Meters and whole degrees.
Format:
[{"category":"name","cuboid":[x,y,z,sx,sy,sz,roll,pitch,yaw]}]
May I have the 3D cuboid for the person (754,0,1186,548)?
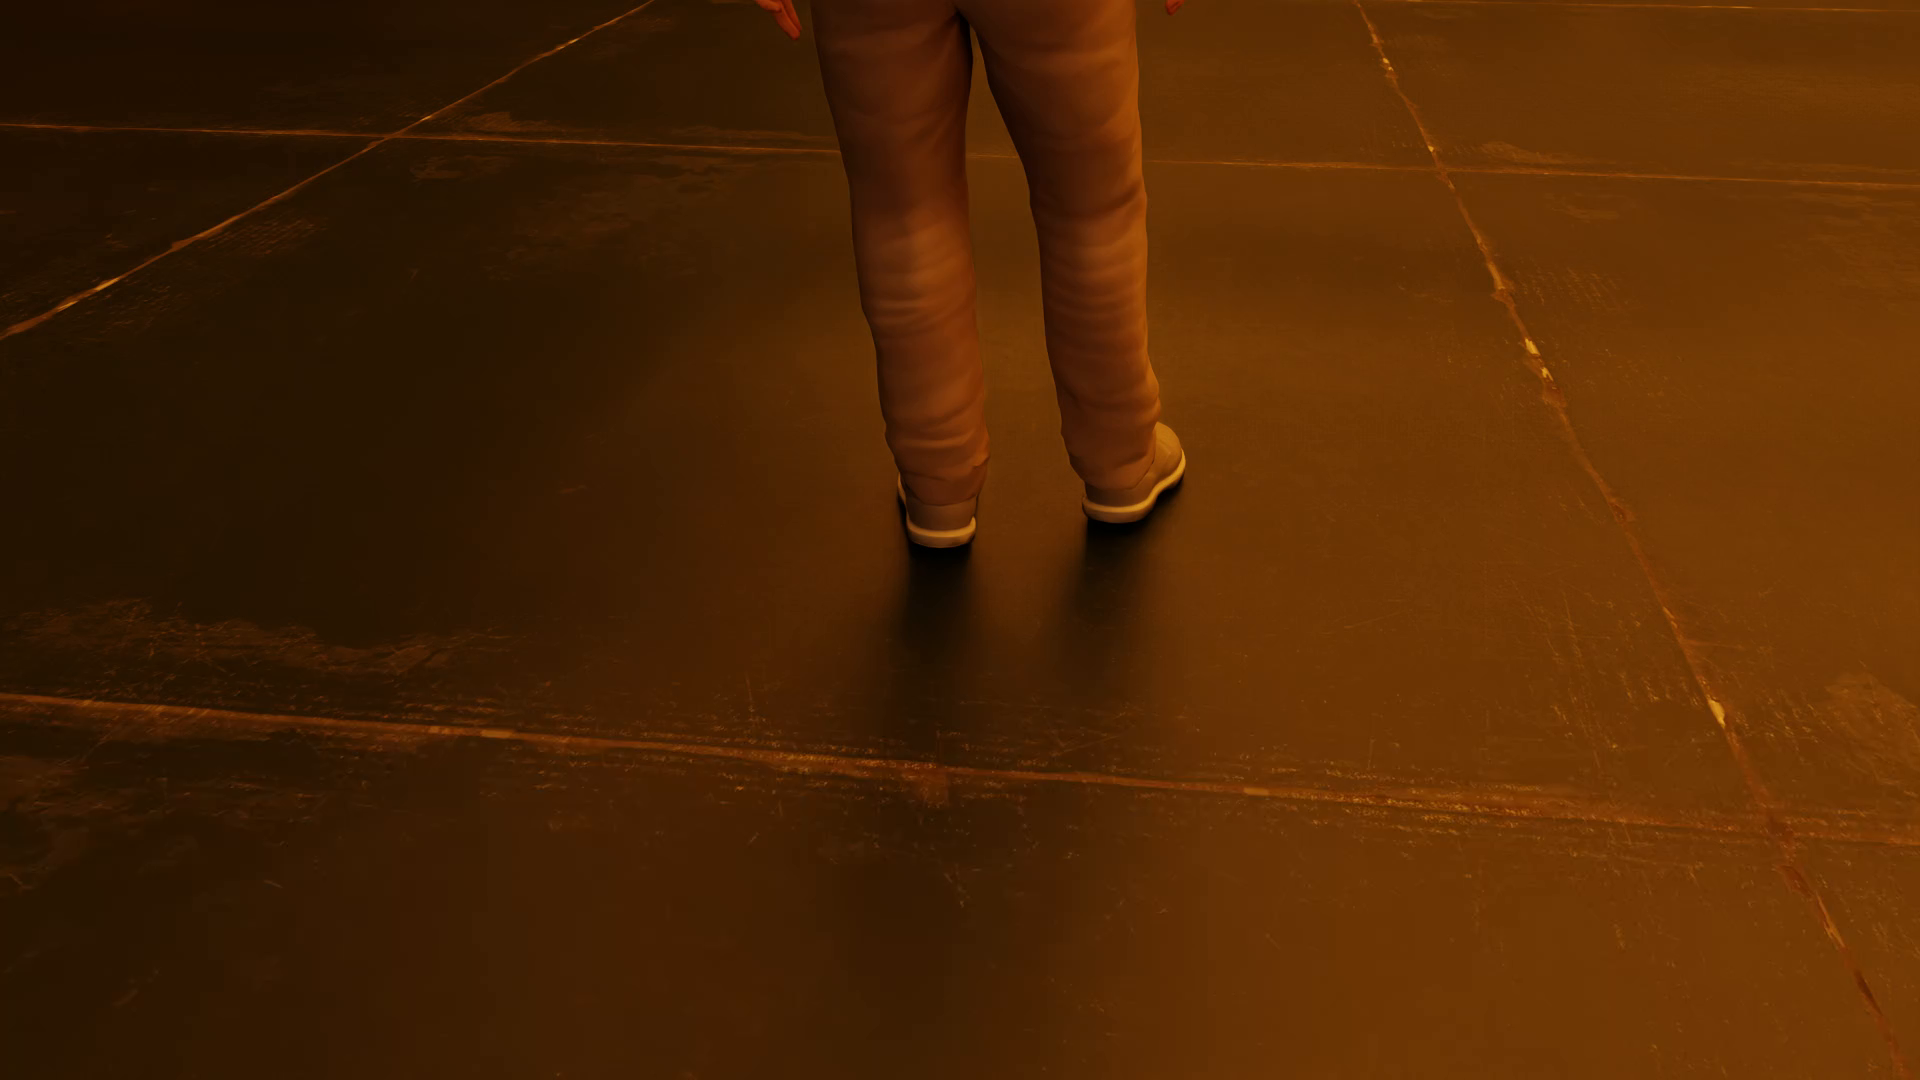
[{"category":"person","cuboid":[0.023,-0.820,2.189,0.641,1.728,0.550,3,27,7]}]
